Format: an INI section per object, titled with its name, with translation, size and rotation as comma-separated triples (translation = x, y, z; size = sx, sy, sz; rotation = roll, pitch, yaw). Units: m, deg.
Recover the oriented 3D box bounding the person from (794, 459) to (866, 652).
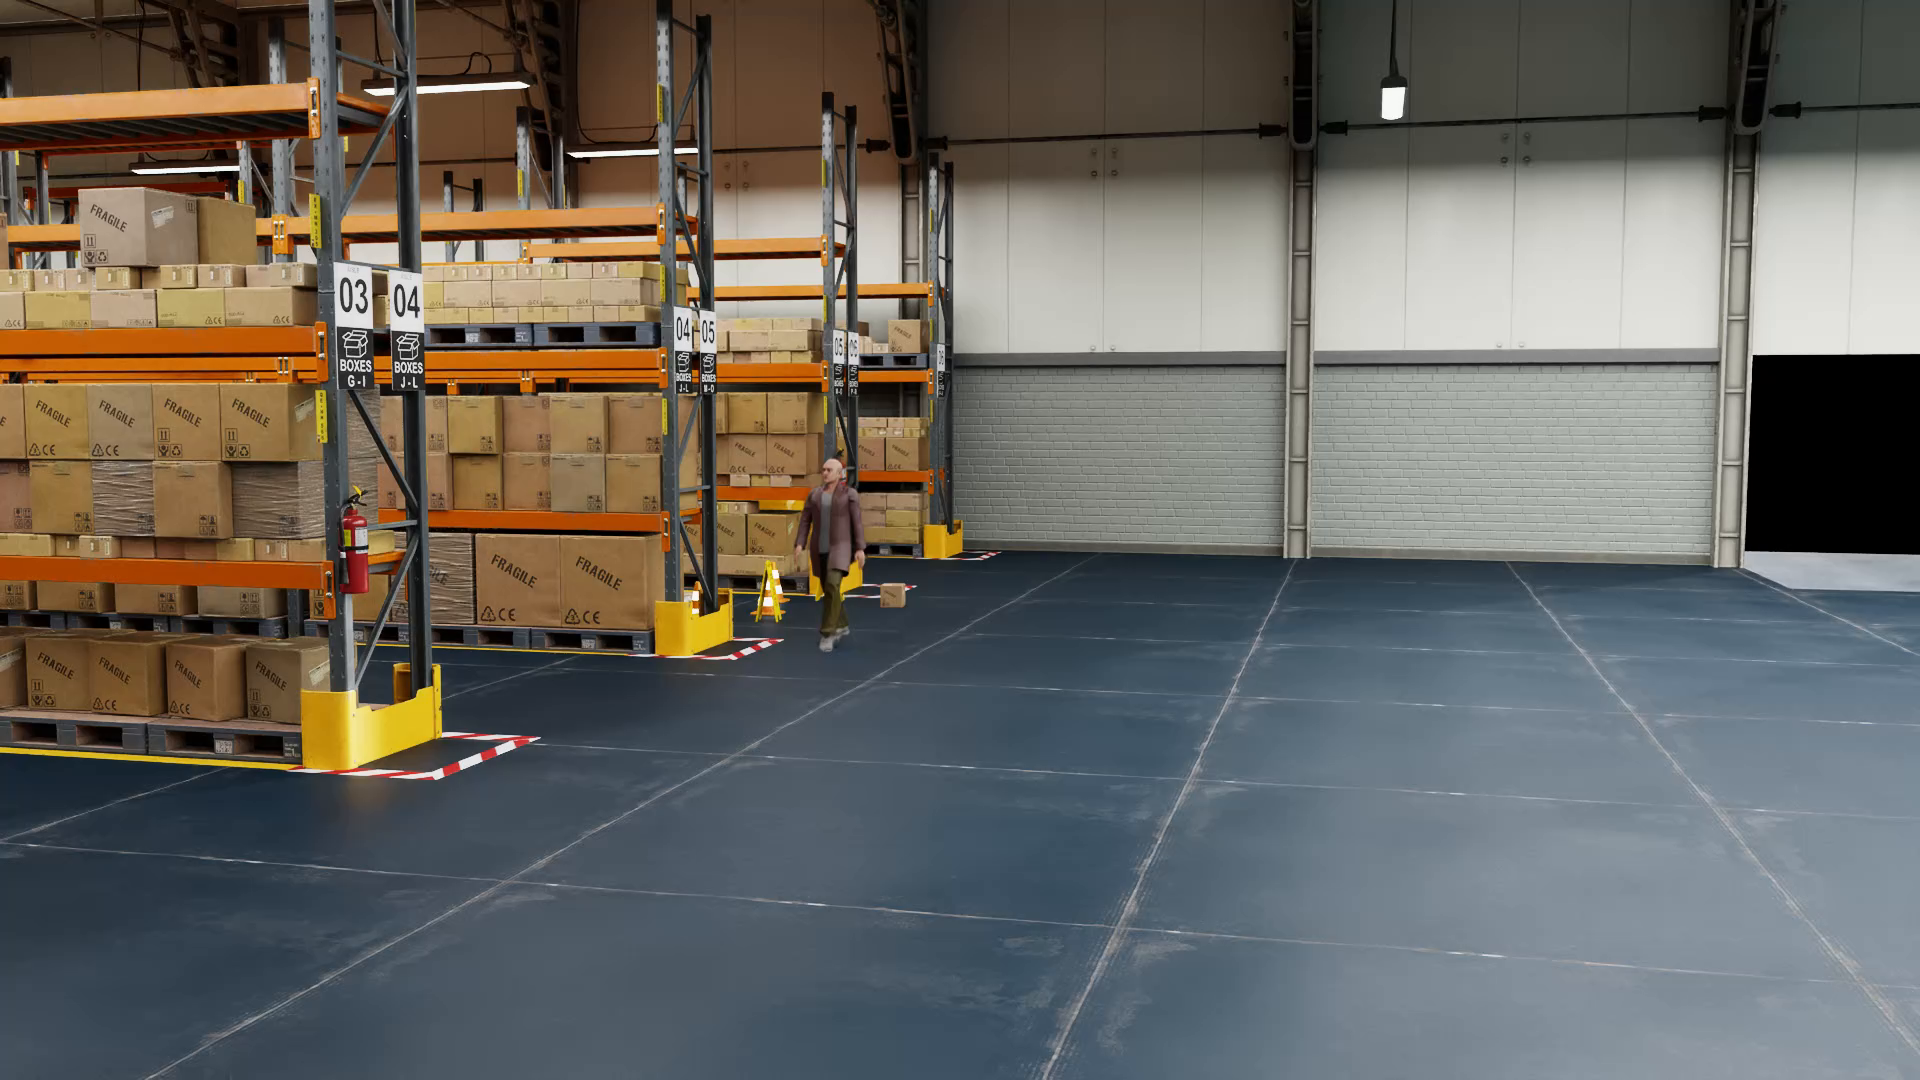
[person]
translation = -1.276, 0.128, 15.937
size = 0.642, 1.807, 0.859
rotation = 2, 5, 24
